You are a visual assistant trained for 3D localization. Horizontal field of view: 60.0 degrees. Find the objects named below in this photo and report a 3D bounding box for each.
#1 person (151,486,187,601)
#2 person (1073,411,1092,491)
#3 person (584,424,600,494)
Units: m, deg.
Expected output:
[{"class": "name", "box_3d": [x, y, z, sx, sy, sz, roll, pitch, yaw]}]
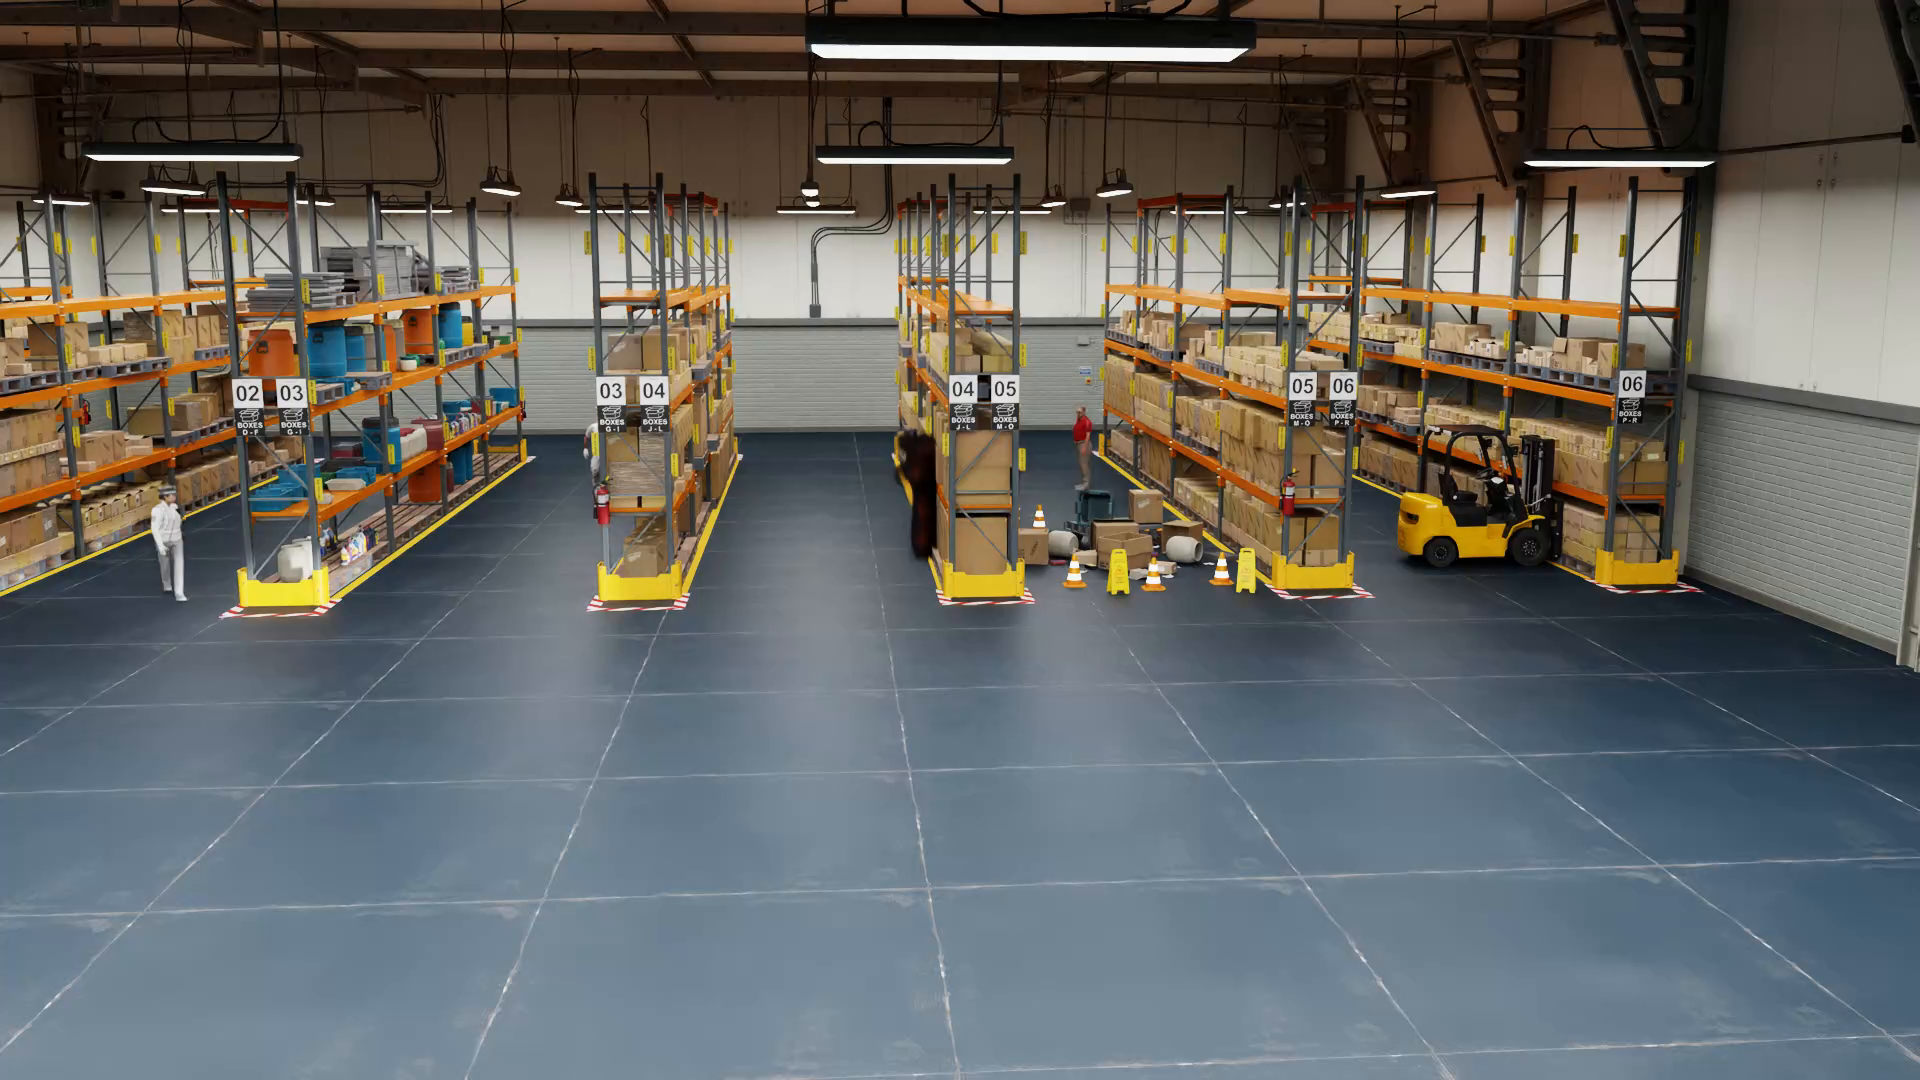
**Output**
[{"class": "person", "box_3d": [-11.341, 0.029, 23.848, 0.432, 1.626, 0.955, -5, 11, -25]}, {"class": "person", "box_3d": [2.532, -1.861, 34.505, 0.368, 1.635, 0.539, -2, 10, -13]}, {"class": "person", "box_3d": [-7.237, -1.788, 33.607, 0.743, 1.644, 0.766, 0, 10, -1]}]
